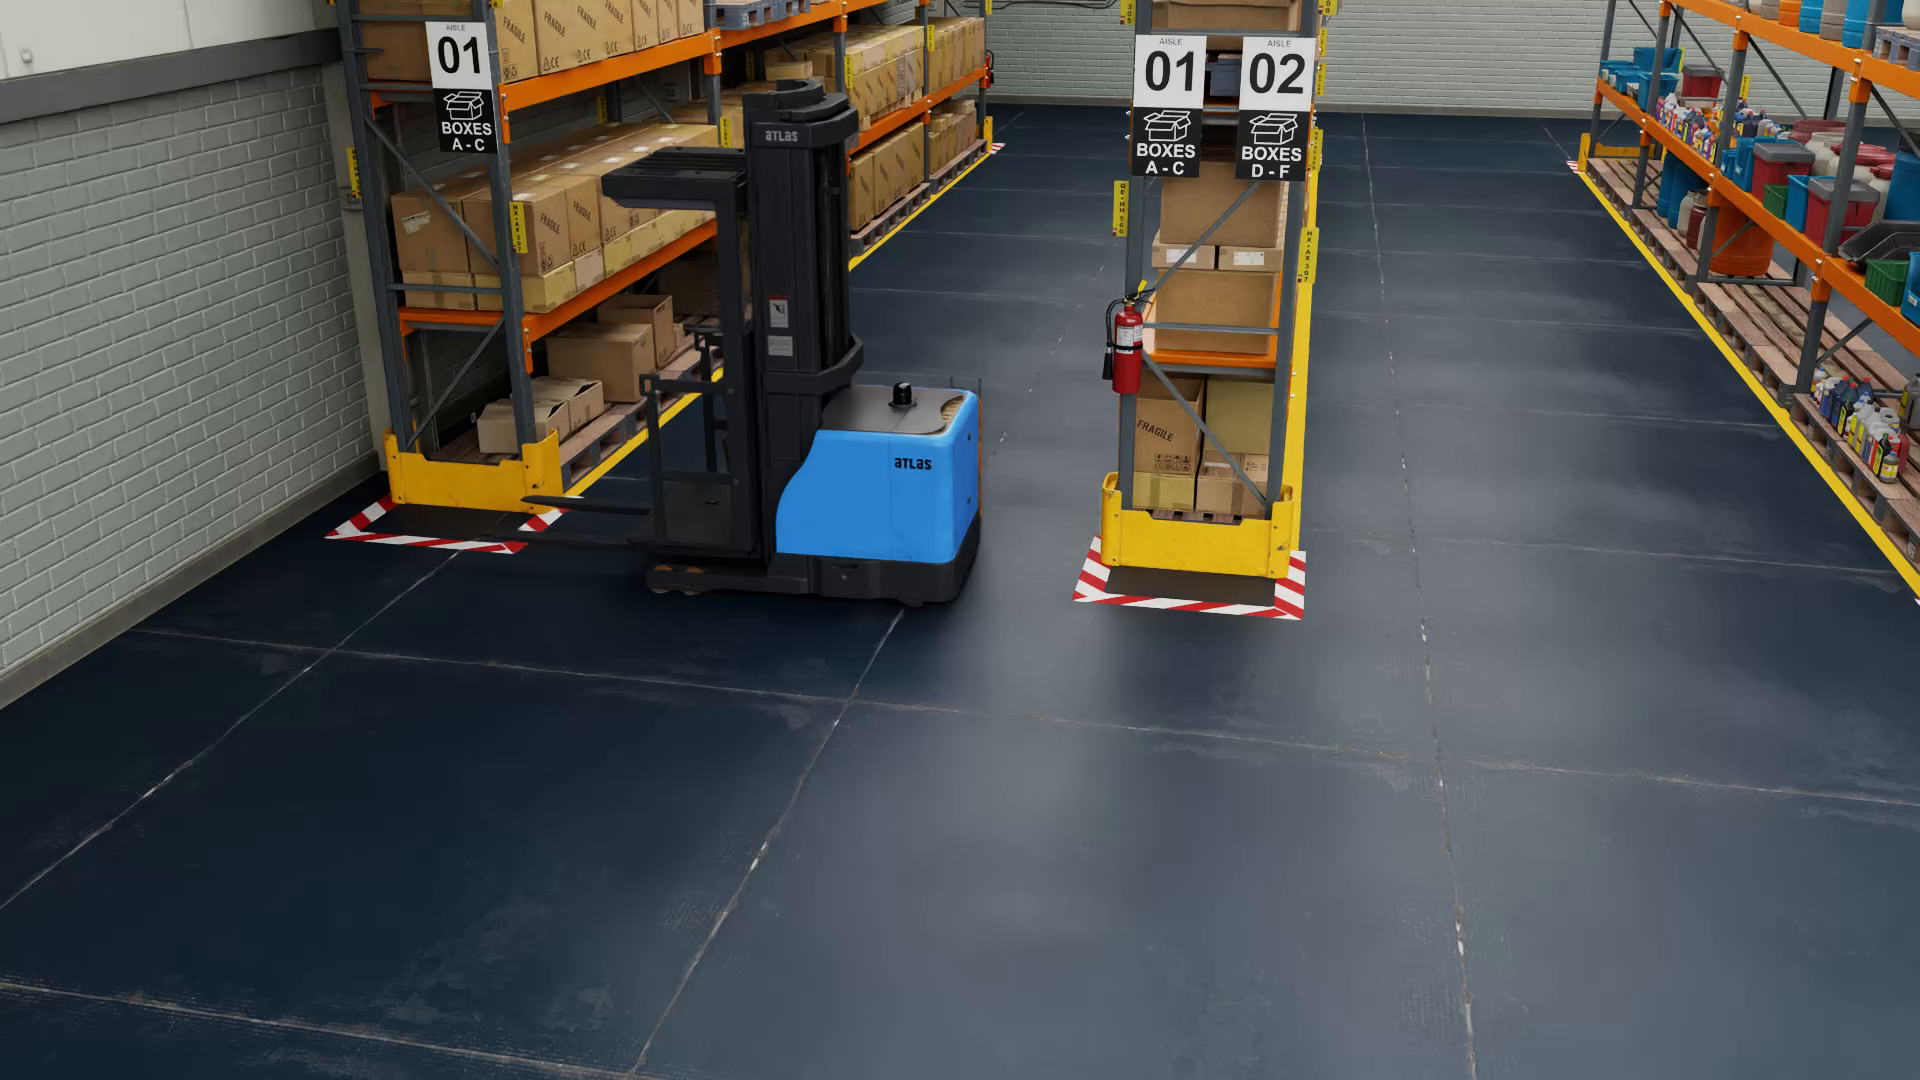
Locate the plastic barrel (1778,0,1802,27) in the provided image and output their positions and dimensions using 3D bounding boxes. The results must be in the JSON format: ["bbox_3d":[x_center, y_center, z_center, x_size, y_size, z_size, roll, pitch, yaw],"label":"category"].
[{"bbox_3d":[7.455,-4.879,14.363,0.600,0.830,0.708,4,22,11],"label":"plastic barrel"}]

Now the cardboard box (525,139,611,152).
[{"bbox_3d":[-3.063,-2.865,13.122,0.500,0.500,0.500,5,22,12],"label":"cardboard box"}]

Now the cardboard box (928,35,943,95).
[{"bbox_3d":[-0.788,-6.366,22.243,0.980,0.700,0.700,5,22,12],"label":"cardboard box"}]

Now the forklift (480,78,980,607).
[{"bbox_3d":[-1.440,-1.214,9.944,3.031,2.935,1.130,4,22,9],"label":"forklift"}]

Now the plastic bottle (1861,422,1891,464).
[{"bbox_3d":[6.388,-0.672,11.565,0.152,0.276,0.135,4,22,9],"label":"plastic bottle"}]

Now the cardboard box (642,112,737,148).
[{"bbox_3d":[-2.410,-3.538,14.900,0.700,0.500,0.500,5,22,11],"label":"cardboard box"}]

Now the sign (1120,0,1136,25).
[{"bbox_3d":[0.959,-3.077,9.383,0.100,0.325,0.005,4,22,11],"label":"sign"}]

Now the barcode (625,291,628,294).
[{"bbox_3d":[-2.892,-2.118,14.425,0.001,0.075,0.075,4,22,11],"label":"barcode"}]

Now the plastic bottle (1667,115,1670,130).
[{"bbox_3d":[8.152,-4.797,19.014,0.097,0.201,0.097,0,22,0],"label":"plastic bottle"}]

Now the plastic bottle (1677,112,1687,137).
[{"bbox_3d":[8.030,-4.611,18.459,0.097,0.271,0.097,0,22,0],"label":"plastic bottle"}]

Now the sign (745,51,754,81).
[{"bbox_3d":[-2.275,-5.145,18.063,0.100,0.325,0.005,4,22,11],"label":"sign"}]

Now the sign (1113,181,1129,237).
[{"bbox_3d":[0.959,-1.958,9.833,0.100,0.325,0.005,4,22,11],"label":"sign"}]

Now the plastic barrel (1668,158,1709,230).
[{"bbox_3d":[8.512,-4.039,19.114,0.600,0.901,0.708,4,22,11],"label":"plastic barrel"}]

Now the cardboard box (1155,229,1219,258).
[{"bbox_3d":[1.431,-1.862,10.460,0.380,0.149,0.250,5,22,12],"label":"cardboard box"}]

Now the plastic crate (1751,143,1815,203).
[{"bbox_3d":[7.339,-3.274,14.881,0.402,0.464,0.583,4,22,11],"label":"plastic crate"}]

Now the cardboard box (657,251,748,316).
[{"bbox_3d":[-2.413,-2.419,15.601,0.700,0.500,0.500,5,23,13],"label":"cardboard box"}]

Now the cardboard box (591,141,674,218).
[{"bbox_3d":[-2.550,-2.829,13.032,0.500,0.500,0.500,4,22,9],"label":"cardboard box"}]

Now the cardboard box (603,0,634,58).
[{"bbox_3d":[-2.715,-3.773,12.030,0.500,0.500,0.500,6,23,14],"label":"cardboard box"}]

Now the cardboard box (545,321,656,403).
[{"bbox_3d":[-2.819,-1.405,13.083,0.700,0.500,0.500,3,22,8],"label":"cardboard box"}]

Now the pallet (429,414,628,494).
[{"bbox_3d":[-3.147,-0.670,12.234,1.003,0.211,1.213,4,22,11],"label":"pallet"}]

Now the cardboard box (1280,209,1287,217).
[{"bbox_3d":[1.987,-2.117,11.092,0.380,0.149,0.250,4,22,9],"label":"cardboard box"}]

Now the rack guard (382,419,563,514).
[{"bbox_3d":[-3.347,-0.509,11.449,1.175,0.500,0.348,4,22,11],"label":"rack guard"}]

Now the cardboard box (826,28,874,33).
[{"bbox_3d":[-1.363,-6.231,20.747,0.500,0.250,0.500,5,22,12],"label":"cardboard box"}]

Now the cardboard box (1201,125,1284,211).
[{"bbox_3d":[1.810,-2.479,11.124,0.700,0.500,0.500,5,22,11],"label":"cardboard box"}]

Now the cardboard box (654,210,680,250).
[{"bbox_3d":[-2.544,-2.480,13.171,0.500,0.250,0.500,4,22,11],"label":"cardboard box"}]

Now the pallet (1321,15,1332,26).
[{"bbox_3d":[2.843,-4.830,15.069,1.003,0.211,1.213,6,23,13],"label":"pallet"}]

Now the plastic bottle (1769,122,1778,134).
[{"bbox_3d":[8.653,-4.310,17.696,0.061,0.283,0.133,4,22,11],"label":"plastic bottle"}]

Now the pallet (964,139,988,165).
[{"bbox_3d":[-0.185,-5.901,25.222,1.003,0.211,1.213,4,22,11],"label":"pallet"}]

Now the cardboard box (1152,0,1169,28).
[{"bbox_3d":[1.464,-3.287,10.437,0.500,0.250,0.500,4,22,11],"label":"cardboard box"}]

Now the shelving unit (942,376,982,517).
[{"bbox_3d":[0.011,-0.507,10.706,0.215,1.050,0.252,4,22,11],"label":"shelving unit"}]

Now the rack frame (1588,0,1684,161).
[{"bbox_3d":[9.601,-6.737,23.567,1.000,3.000,0.127,4,22,11],"label":"rack frame"}]

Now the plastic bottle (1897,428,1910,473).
[{"bbox_3d":[6.464,-0.617,11.418,0.061,0.283,0.133,4,22,11],"label":"plastic bottle"}]

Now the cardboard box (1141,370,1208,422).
[{"bbox_3d":[1.495,-1.118,11.728,0.500,0.500,0.500,4,22,11],"label":"cardboard box"}]

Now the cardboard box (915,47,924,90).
[{"bbox_3d":[-0.762,-6.035,21.265,0.500,0.500,0.500,4,22,10],"label":"cardboard box"}]

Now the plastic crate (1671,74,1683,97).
[{"bbox_3d":[9.276,-5.792,21.297,0.437,0.282,0.530,4,22,11],"label":"plastic crate"}]

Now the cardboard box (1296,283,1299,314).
[{"bbox_3d":[2.739,-2.222,14.723,0.500,0.311,0.500,4,22,10],"label":"cardboard box"}]

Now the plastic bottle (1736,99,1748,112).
[{"bbox_3d":[8.879,-4.823,18.879,0.144,0.351,0.185,4,22,11],"label":"plastic bottle"}]

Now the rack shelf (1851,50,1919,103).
[{"bbox_3d":[6.744,-2.675,10.428,1.077,0.370,4.000,4,22,11],"label":"rack shelf"}]

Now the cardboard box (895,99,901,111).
[{"bbox_3d":[-0.943,-5.406,20.572,0.380,0.149,0.250,4,22,11],"label":"cardboard box"}]

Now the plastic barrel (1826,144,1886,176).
[{"bbox_3d":[7.800,-3.171,14.531,0.433,0.535,0.433,0,22,0],"label":"plastic barrel"}]

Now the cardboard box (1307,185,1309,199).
[{"bbox_3d":[3.701,-3.755,18.918,0.500,0.500,0.500,4,22,10],"label":"cardboard box"}]

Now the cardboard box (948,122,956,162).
[{"bbox_3d":[-0.449,-5.702,23.779,0.700,0.500,0.500,5,22,12],"label":"cardboard box"}]

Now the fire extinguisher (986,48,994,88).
[{"bbox_3d":[0.384,-7.304,25.576,0.296,0.674,0.183,4,22,11],"label":"fire extinguisher"}]

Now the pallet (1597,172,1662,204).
[{"bbox_3d":[9.143,-4.700,22.242,1.003,0.211,1.213,4,22,11],"label":"pallet"}]

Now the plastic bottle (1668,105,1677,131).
[{"bbox_3d":[8.111,-4.794,18.898,0.061,0.283,0.133,4,22,11],"label":"plastic bottle"}]

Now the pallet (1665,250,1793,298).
[{"bbox_3d":[8.088,-2.810,17.547,1.003,0.211,1.213,4,22,11],"label":"pallet"}]

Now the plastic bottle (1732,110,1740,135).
[{"bbox_3d":[8.689,-4.681,18.634,0.097,0.271,0.097,0,22,0],"label":"plastic bottle"}]

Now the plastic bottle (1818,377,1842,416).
[{"bbox_3d":[6.619,-1.086,12.591,0.152,0.276,0.135,5,23,13],"label":"plastic bottle"}]

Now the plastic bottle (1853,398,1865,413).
[{"bbox_3d":[6.549,-0.898,12.131,0.097,0.271,0.097,0,22,0],"label":"plastic bottle"}]

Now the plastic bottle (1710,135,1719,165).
[{"bbox_3d":[7.633,-3.938,16.772,0.061,0.283,0.133,4,22,11],"label":"plastic bottle"}]

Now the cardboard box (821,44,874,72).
[{"bbox_3d":[-1.277,-5.451,18.811,0.500,0.250,0.500,4,22,10],"label":"cardboard box"}]

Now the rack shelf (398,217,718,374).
[{"bbox_3d":[-2.955,-2.039,12.863,1.077,0.370,4.000,4,22,11],"label":"rack shelf"}]

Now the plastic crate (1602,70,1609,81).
[{"bbox_3d":[9.081,-6.467,23.167,0.250,0.136,0.298,4,22,11],"label":"plastic crate"}]

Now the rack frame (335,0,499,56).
[{"bbox_3d":[-3.363,-4.424,9.792,1.000,3.000,0.127,4,22,11],"label":"rack frame"}]

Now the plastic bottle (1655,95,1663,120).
[{"bbox_3d":[8.292,-5.119,19.704,0.061,0.283,0.133,4,22,11],"label":"plastic bottle"}]

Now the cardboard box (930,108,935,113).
[{"bbox_3d":[-0.570,-6.162,24.055,0.380,0.149,0.250,5,22,11],"label":"cardboard box"}]
